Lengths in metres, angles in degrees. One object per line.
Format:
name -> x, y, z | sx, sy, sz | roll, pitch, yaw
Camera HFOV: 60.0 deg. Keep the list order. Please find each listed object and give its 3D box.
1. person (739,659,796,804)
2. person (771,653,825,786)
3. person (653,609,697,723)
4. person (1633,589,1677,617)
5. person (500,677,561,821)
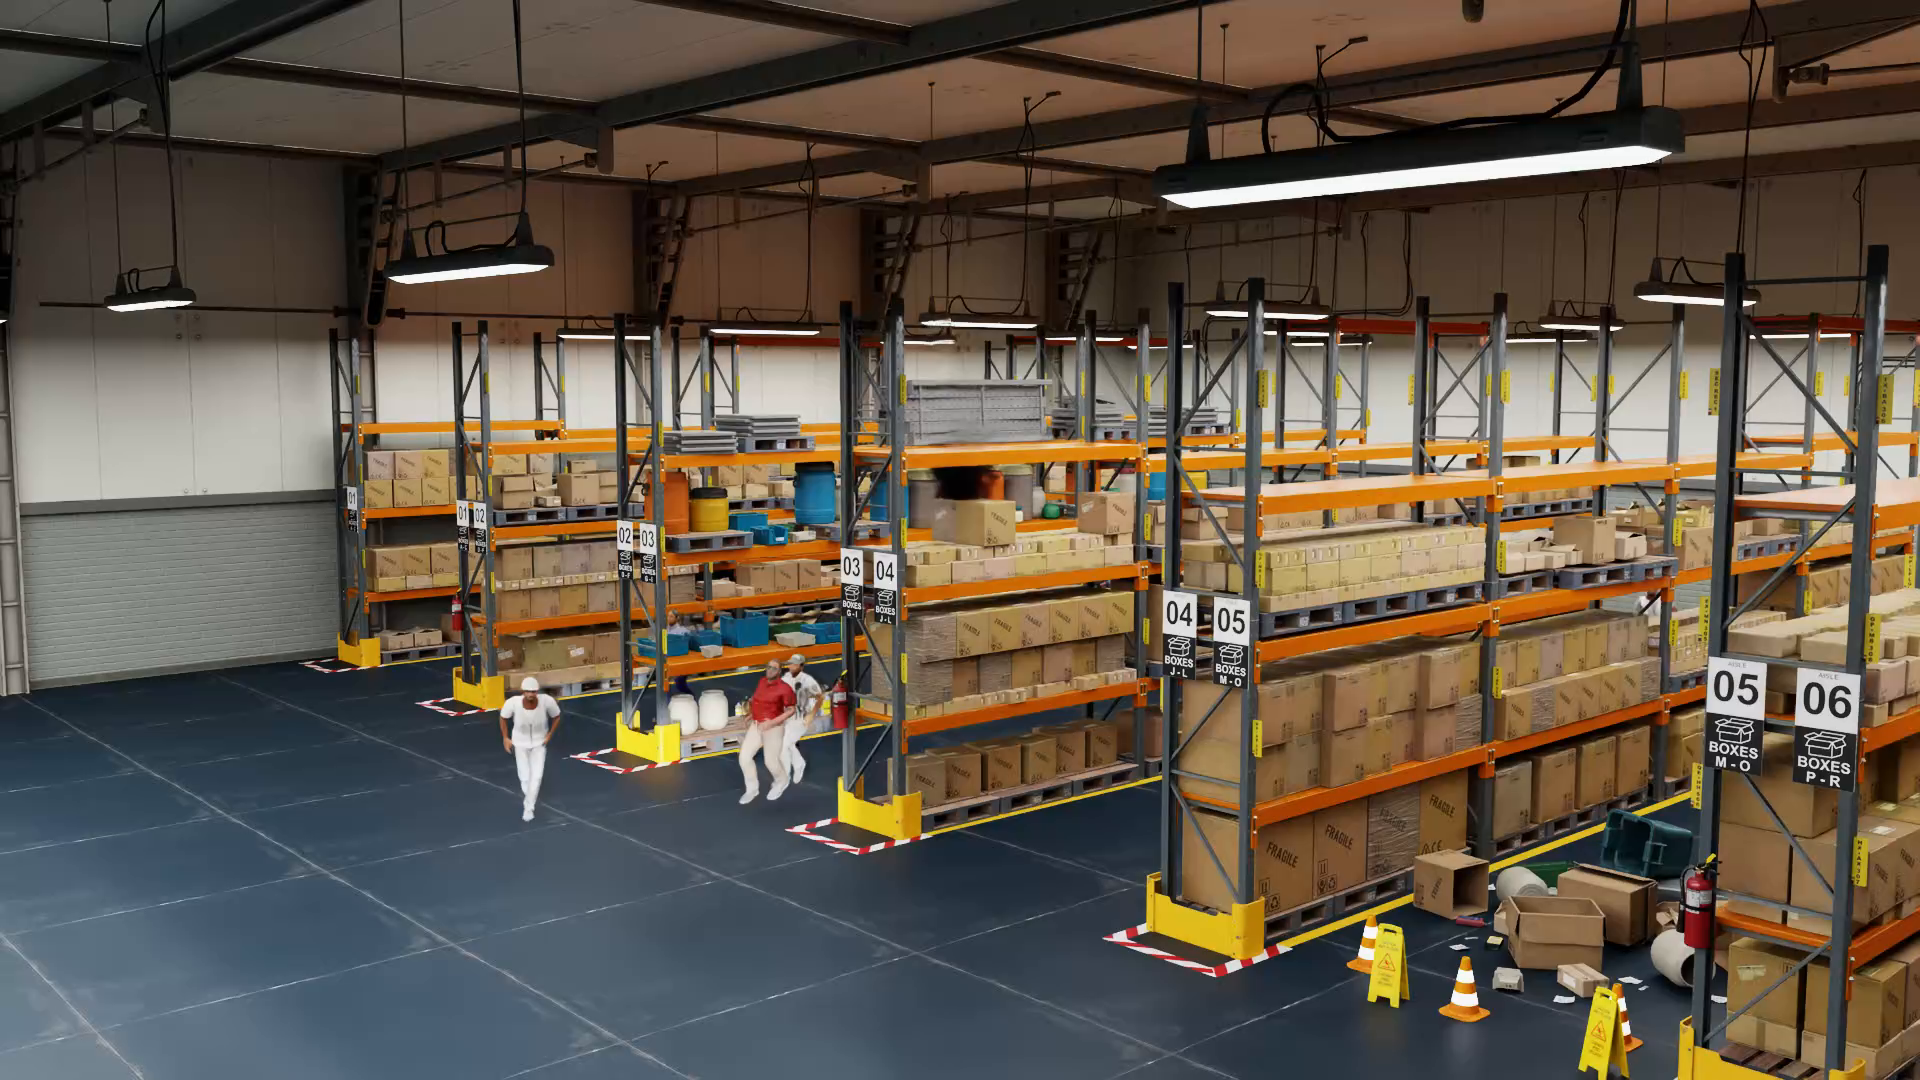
person -> -2.185, 2.230, 19.298 | 0.690, 1.732, 0.776 | 3, 6, 29
person -> -1.940, 2.190, 20.064 | 0.656, 1.681, 0.764 | 4, 7, 33
person -> -4.280, 1.880, 25.034 | 0.593, 1.705, 0.815 | 3, 6, 27
person -> 11.716, 1.530, 28.058 | 0.713, 1.730, 0.572 | 3, 6, 29
person -> -5.050, 2.410, 19.583 | 0.695, 1.693, 0.878 | -2, 6, -21
